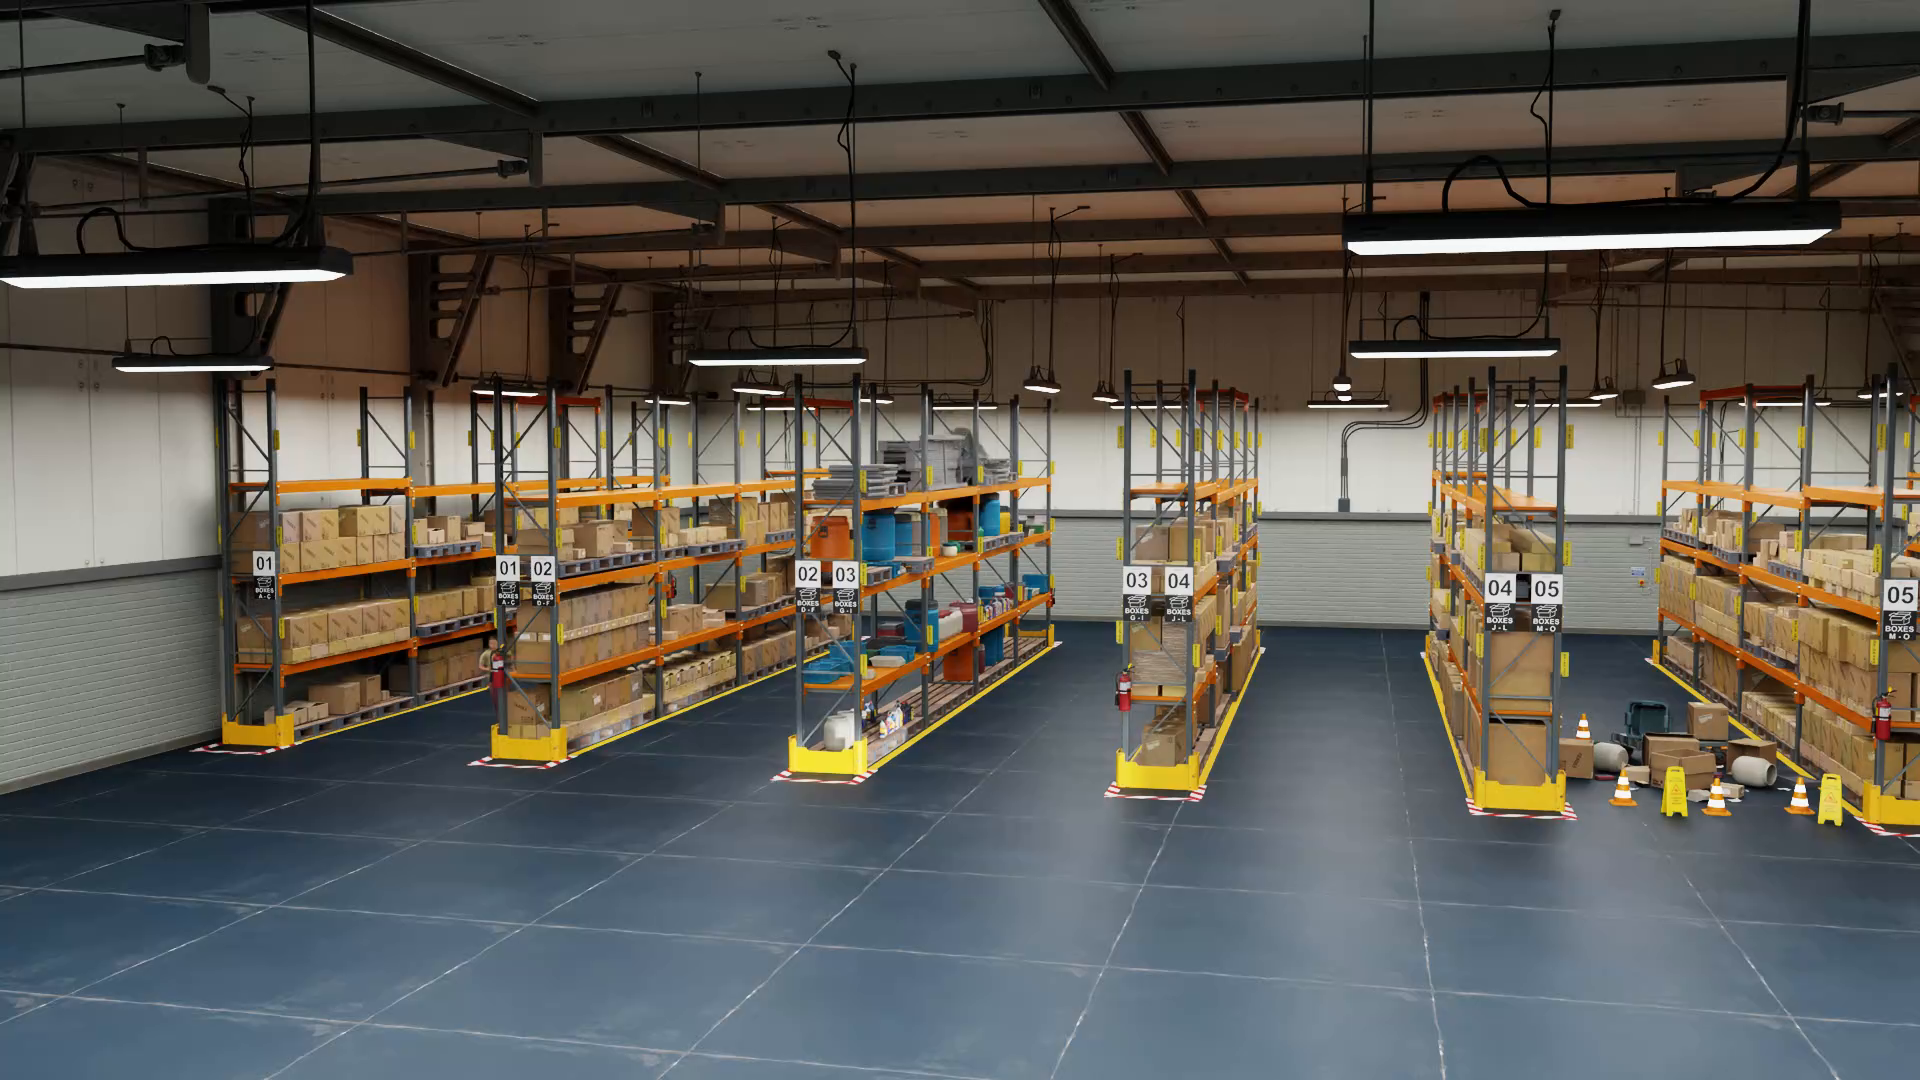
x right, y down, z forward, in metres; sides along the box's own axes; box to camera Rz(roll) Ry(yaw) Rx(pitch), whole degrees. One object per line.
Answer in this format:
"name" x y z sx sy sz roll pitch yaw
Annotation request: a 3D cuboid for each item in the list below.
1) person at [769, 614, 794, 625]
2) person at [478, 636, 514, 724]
"person" -4.534 1.551 43.082 0.944 1.699 0.661 1 4 15
"person" -8.021 2.456 28.861 0.574 1.640 0.939 0 3 -3
